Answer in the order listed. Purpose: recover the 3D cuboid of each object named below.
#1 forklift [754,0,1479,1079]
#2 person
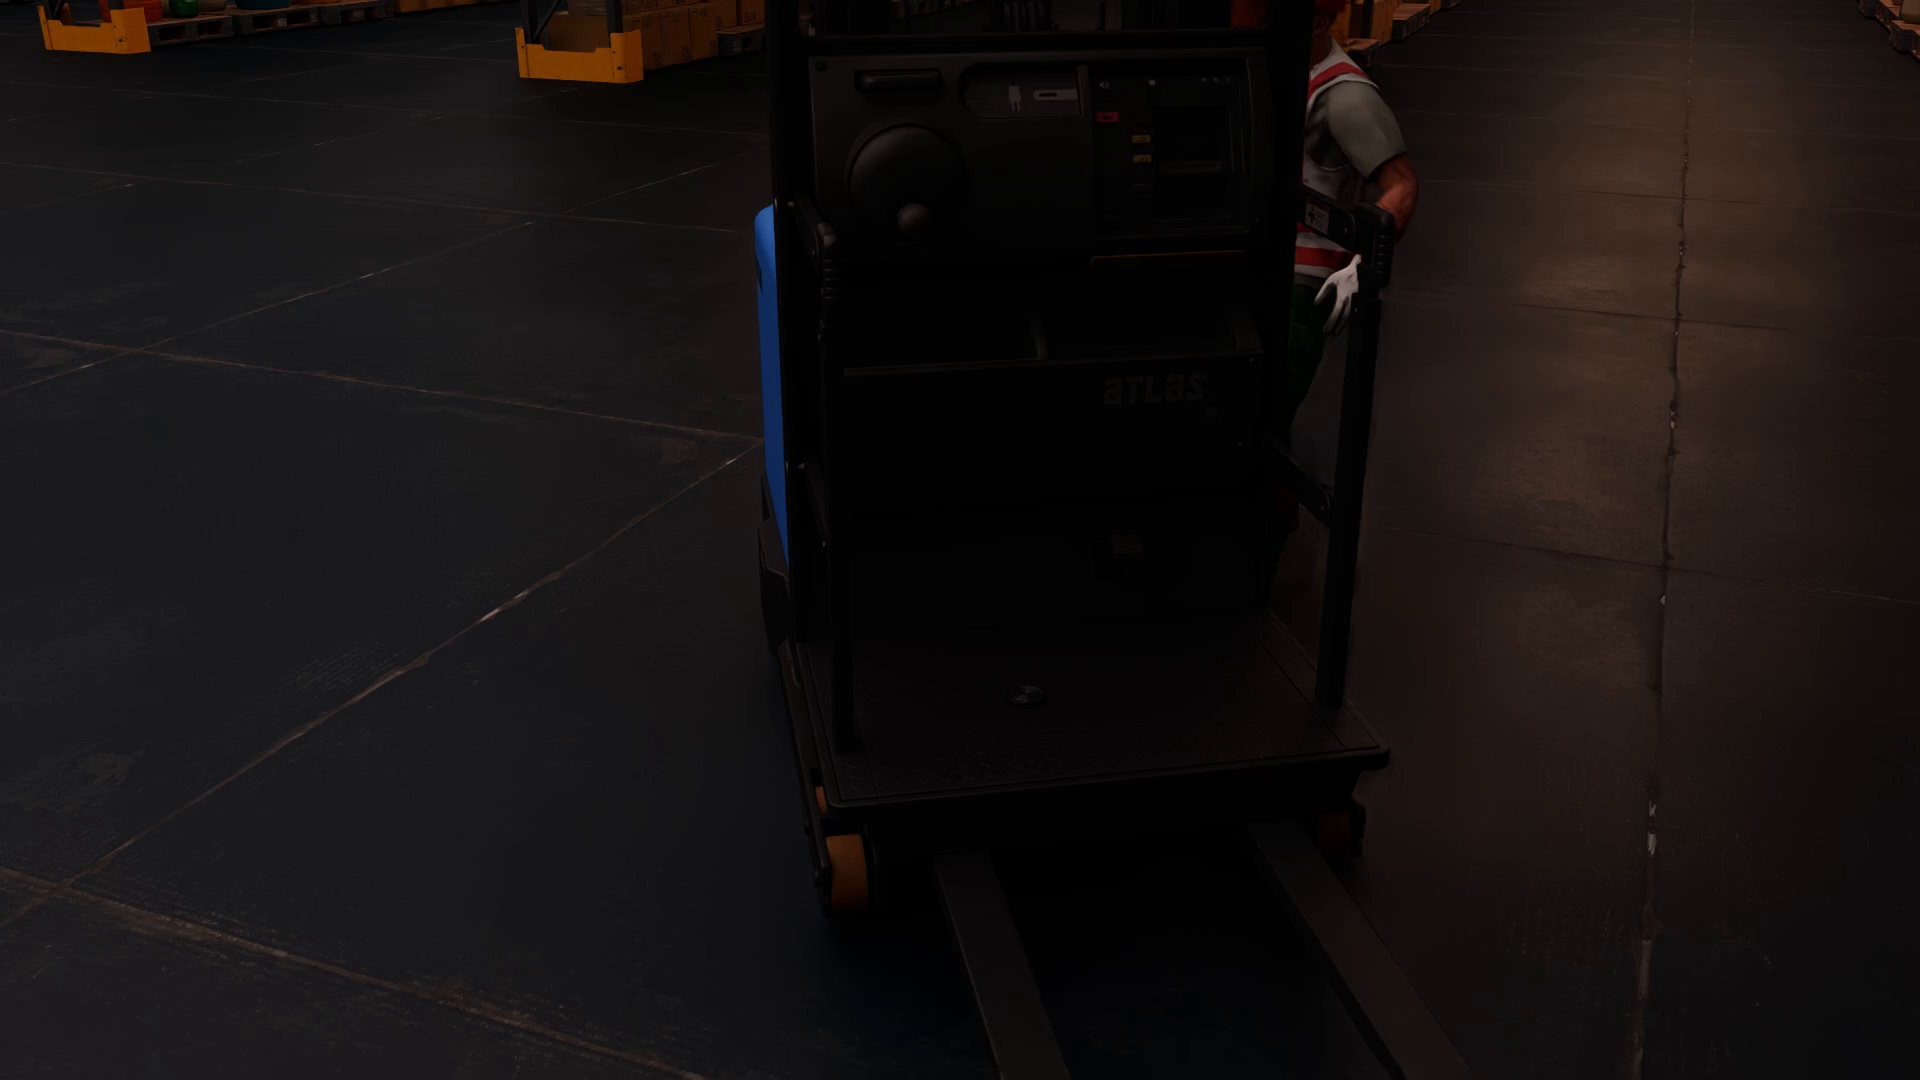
[{"bbox_3d":[0.211,-0.757,3.104,1.130,2.935,3.031,-4,23,-10],"label":"forklift"},{"bbox_3d":[0.831,-0.730,4.638,0.571,1.744,0.927,-6,24,-15],"label":"person"}]
